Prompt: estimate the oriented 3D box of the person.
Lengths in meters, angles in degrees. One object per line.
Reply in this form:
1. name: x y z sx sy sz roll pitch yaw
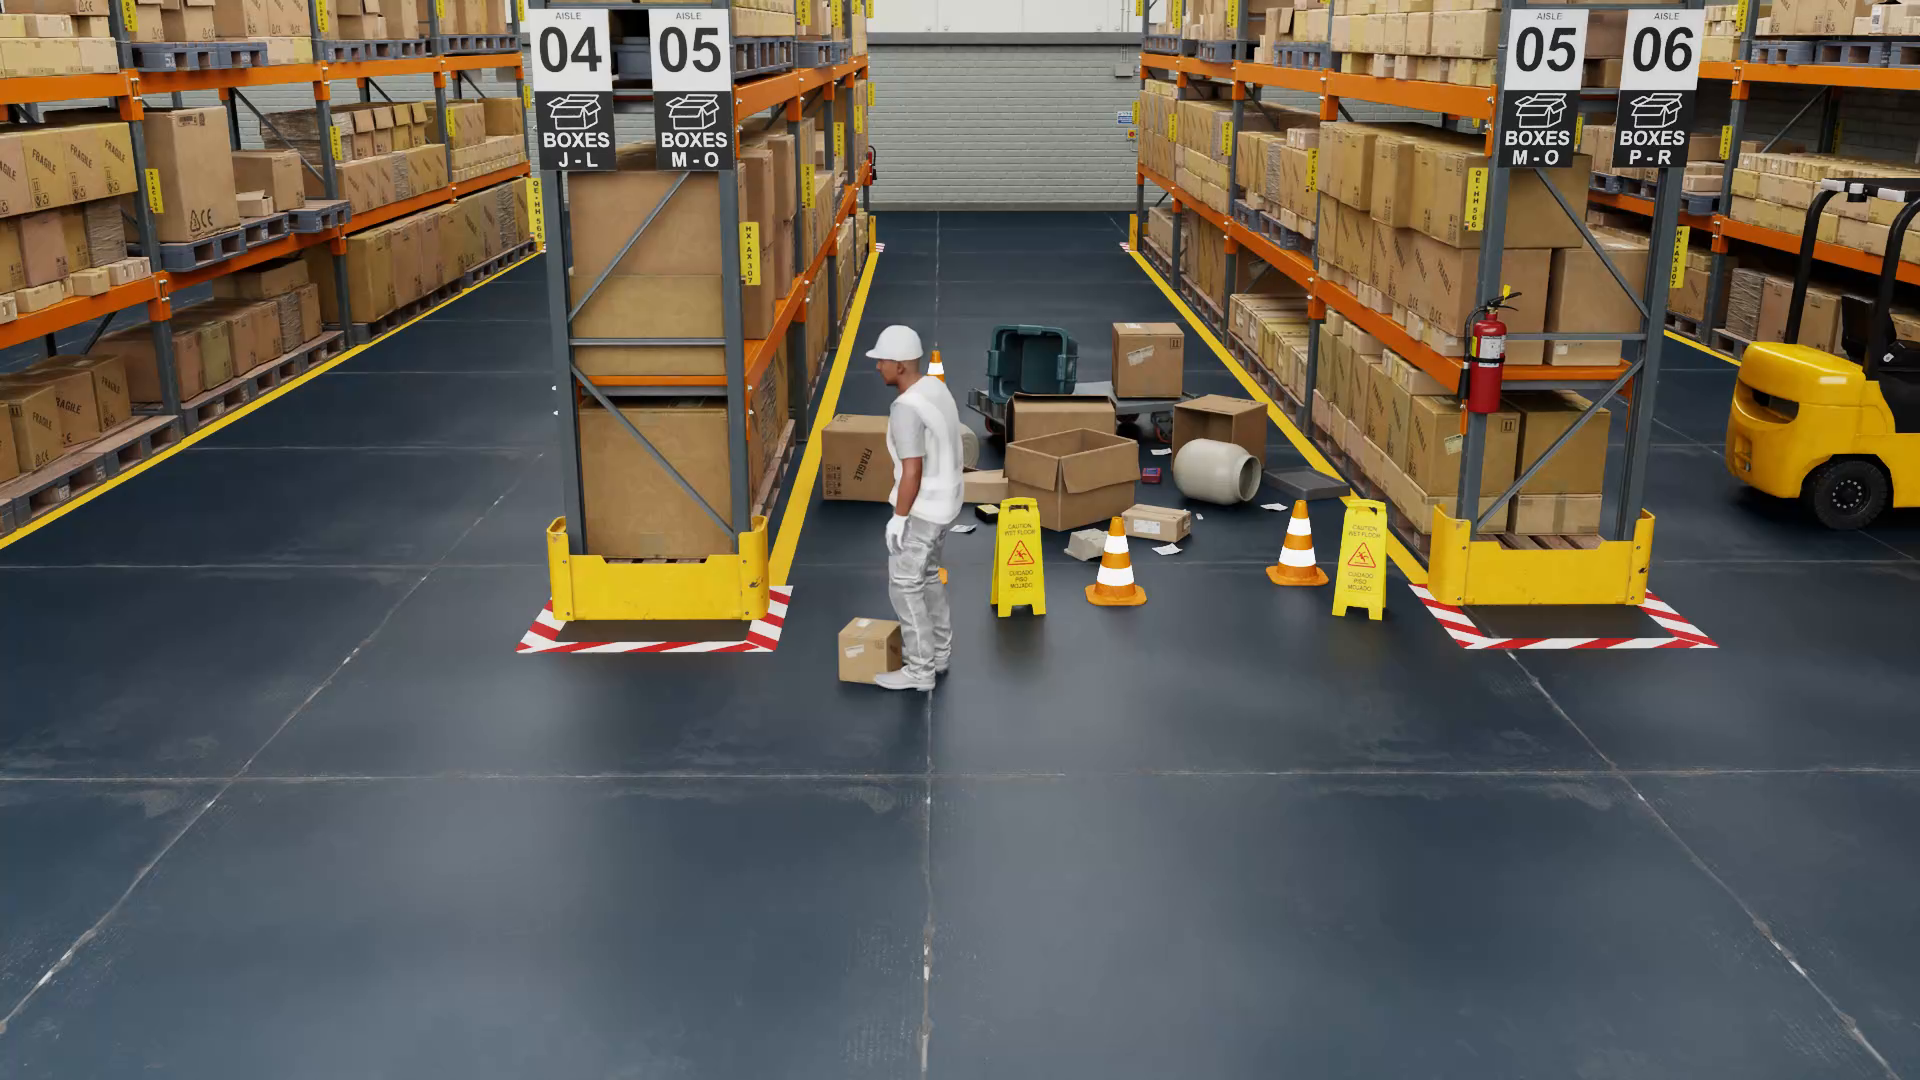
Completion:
1. person: -0.216 -0.155 8.035 0.450 1.773 0.609 5 18 14
